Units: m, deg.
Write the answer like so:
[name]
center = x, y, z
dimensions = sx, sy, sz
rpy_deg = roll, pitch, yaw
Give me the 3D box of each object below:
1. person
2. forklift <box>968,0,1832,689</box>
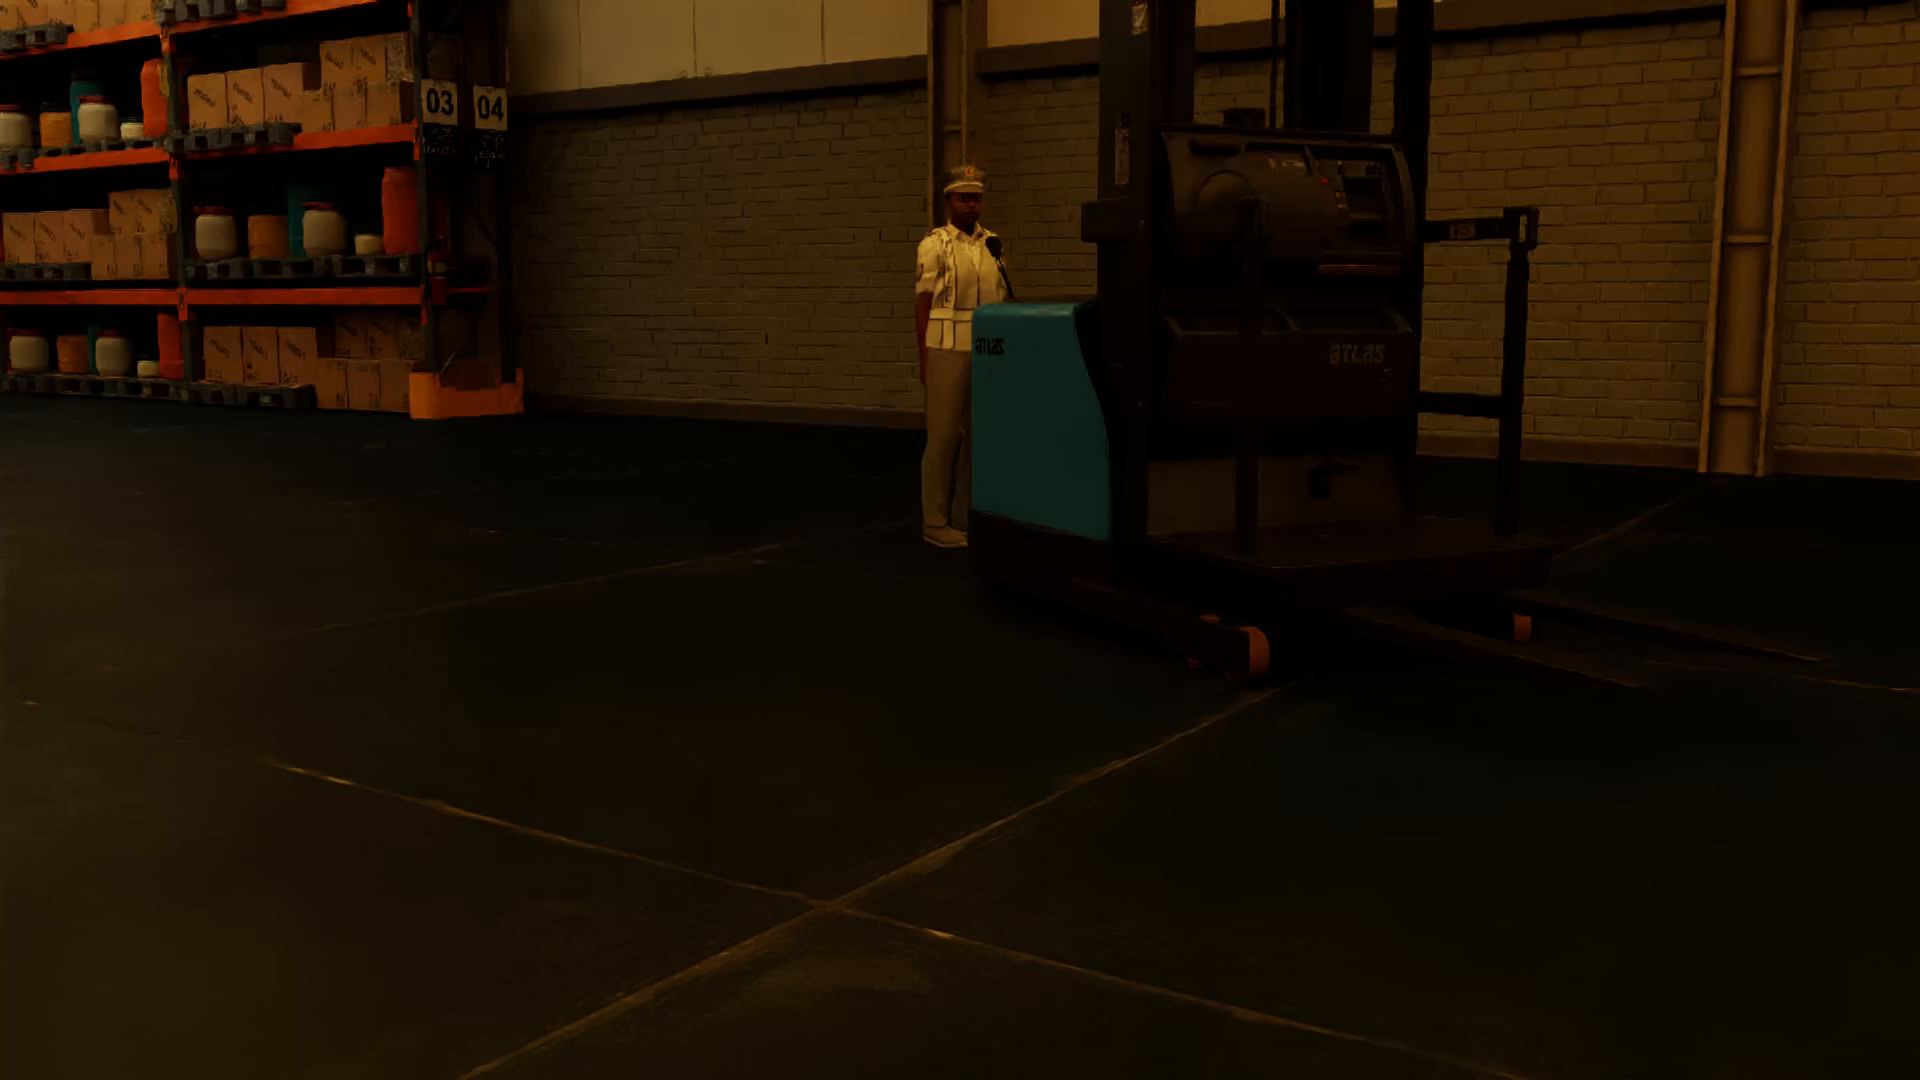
[person]
center = 0.042, -0.821, 7.448
dimensions = 0.469, 1.682, 0.416
rpy_deg = -4, 9, -25
[forklift]
center = 1.136, -1.115, 5.033
dimensions = 1.130, 2.935, 3.031
rpy_deg = -4, 9, -26
